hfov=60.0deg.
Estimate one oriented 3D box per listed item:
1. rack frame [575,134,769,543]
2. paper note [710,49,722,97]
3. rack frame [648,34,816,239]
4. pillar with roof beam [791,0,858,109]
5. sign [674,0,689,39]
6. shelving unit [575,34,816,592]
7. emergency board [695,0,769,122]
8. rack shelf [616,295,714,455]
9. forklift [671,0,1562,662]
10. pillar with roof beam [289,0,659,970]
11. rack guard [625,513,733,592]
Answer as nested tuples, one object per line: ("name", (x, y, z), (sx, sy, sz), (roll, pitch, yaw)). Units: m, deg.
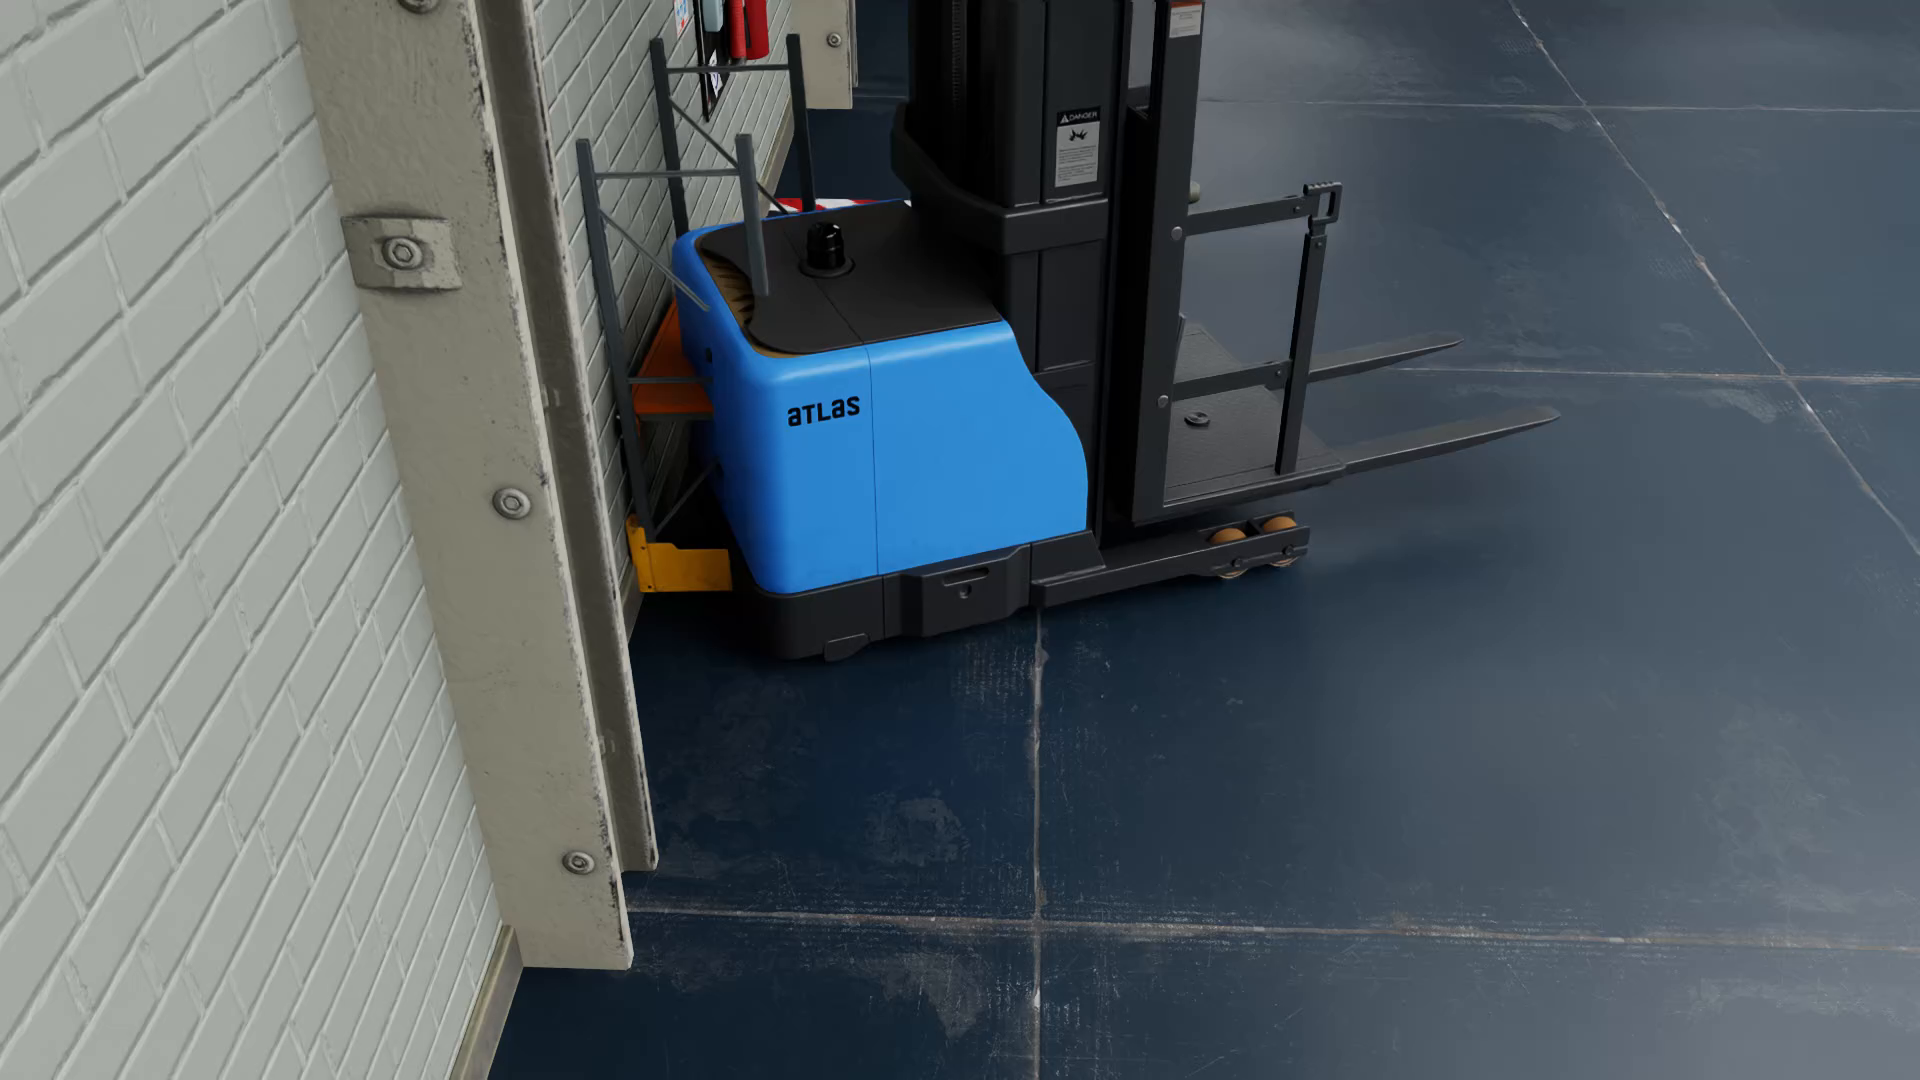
("rack frame", (-0.795, -0.481, 5.014), (0.500, 1.500, 0.032), (-1, 32, 4))
("paper note", (-0.954, -1.826, 6.506), (0.016, 0.148, 0.142), (1, 35, 2))
("rack frame", (-0.744, -1.020, 5.875), (0.500, 1.500, 0.032), (-1, 32, 4))
("pillar with roof beam", (3.561, -6.061, 6.548), (9.100, 9.000, 0.400), (1, 35, 2))
("sign", (-1.003, -1.986, 5.936), (0.001, 0.329, 0.234), (1, 35, 2))
("shelving unit", (-0.769, -0.755, 5.452), (0.587, 1.500, 1.083), (-1, 32, 4))
("emergency board", (-0.878, -2.287, 6.395), (0.194, 1.169, 0.643), (1, 35, 2))
("rack shelf", (-0.762, -0.598, 5.540), (0.538, 0.185, 1.000), (-1, 32, 4))
("forklift", (0.642, -1.343, 5.112), (3.031, 2.935, 1.130), (-12, 37, -17))
("pillar with roof beam", (3.320, -2.614, 1.643), (9.100, 9.000, 0.400), (1, 35, 2))
("rack guard", (-0.766, 0.039, 5.361), (0.587, 0.250, 0.087), (-1, 32, 4))
